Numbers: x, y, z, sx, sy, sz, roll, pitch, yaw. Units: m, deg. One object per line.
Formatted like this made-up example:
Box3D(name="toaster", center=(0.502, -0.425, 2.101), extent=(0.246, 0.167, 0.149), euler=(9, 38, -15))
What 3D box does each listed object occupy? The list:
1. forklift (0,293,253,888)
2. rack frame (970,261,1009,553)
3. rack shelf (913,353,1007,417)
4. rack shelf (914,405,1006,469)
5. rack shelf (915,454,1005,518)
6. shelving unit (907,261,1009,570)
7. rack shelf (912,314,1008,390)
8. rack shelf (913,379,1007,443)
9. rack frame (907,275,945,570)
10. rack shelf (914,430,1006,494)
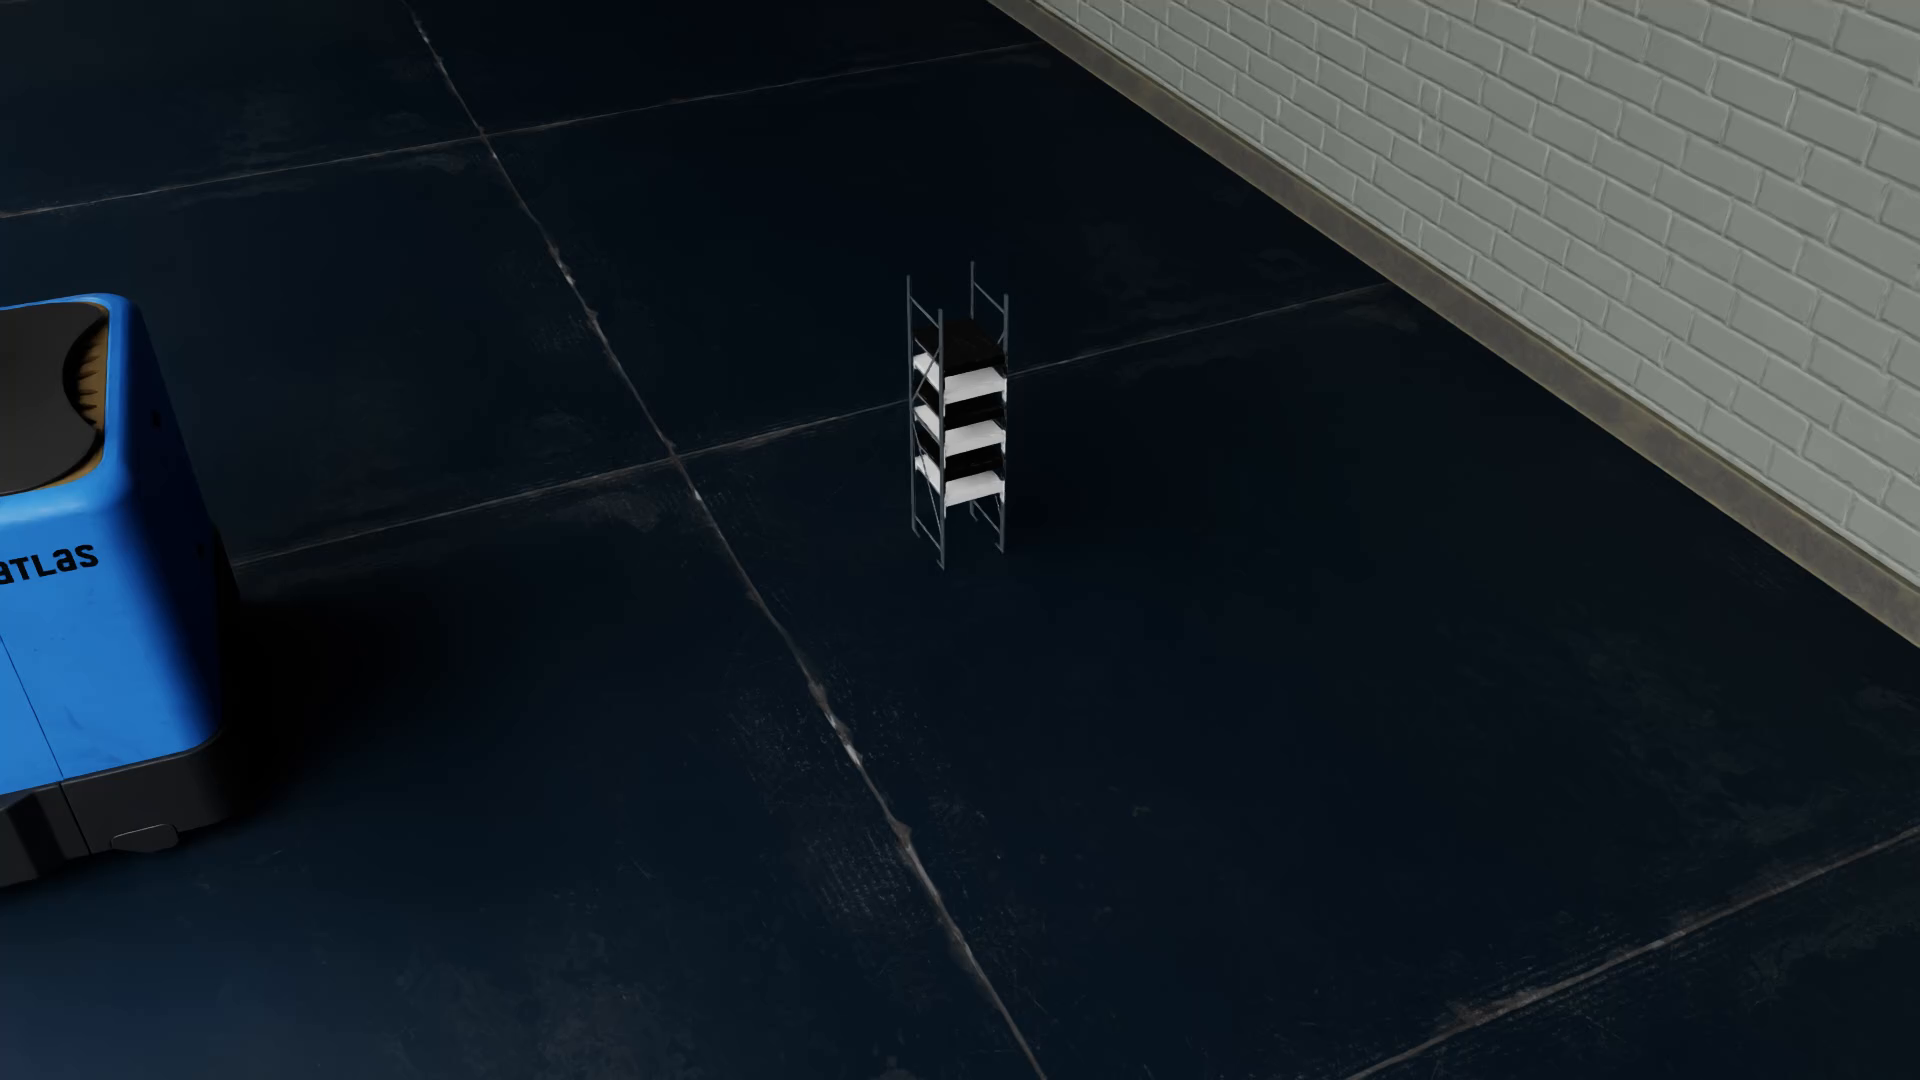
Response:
Box3D(name="forklift", center=(-3.383, -0.392, 3.318), extent=(3.031, 2.935, 1.130), euler=(-13, 39, -17))
Box3D(name="rack frame", center=(0.085, -0.385, 5.014), extent=(0.006, 0.900, 0.240), euler=(-16, 39, -20))
Box3D(name="rack shelf", center=(-0.007, -0.477, 4.892), extent=(0.200, 0.077, 0.258), euler=(-16, 39, -20))
Box3D(name="rack shelf", center=(-0.007, -0.333, 4.999), extent=(0.200, 0.077, 0.258), euler=(-16, 39, -20))
Box3D(name="rack shelf", center=(-0.007, -0.188, 5.106), extent=(0.200, 0.077, 0.258), euler=(-16, 39, -20))
Box3D(name="shelving unit", center=(-0.007, -0.359, 4.979), extent=(0.210, 0.900, 0.258), euler=(-16, 39, -20))
Box3D(name="rack shelf", center=(-0.007, -0.549, 4.838), extent=(0.200, 0.077, 0.258), euler=(-16, 39, -20))
Box3D(name="rack shelf", center=(-0.007, -0.405, 4.945), extent=(0.200, 0.077, 0.258), euler=(-16, 39, -20))
Box3D(name="rack frame", center=(-0.099, -0.334, 4.944), extent=(0.006, 0.900, 0.240), euler=(-16, 39, -20))
Box3D(name="rack shelf", center=(-0.007, -0.260, 5.053), extent=(0.200, 0.077, 0.258), euler=(-16, 39, -20))
